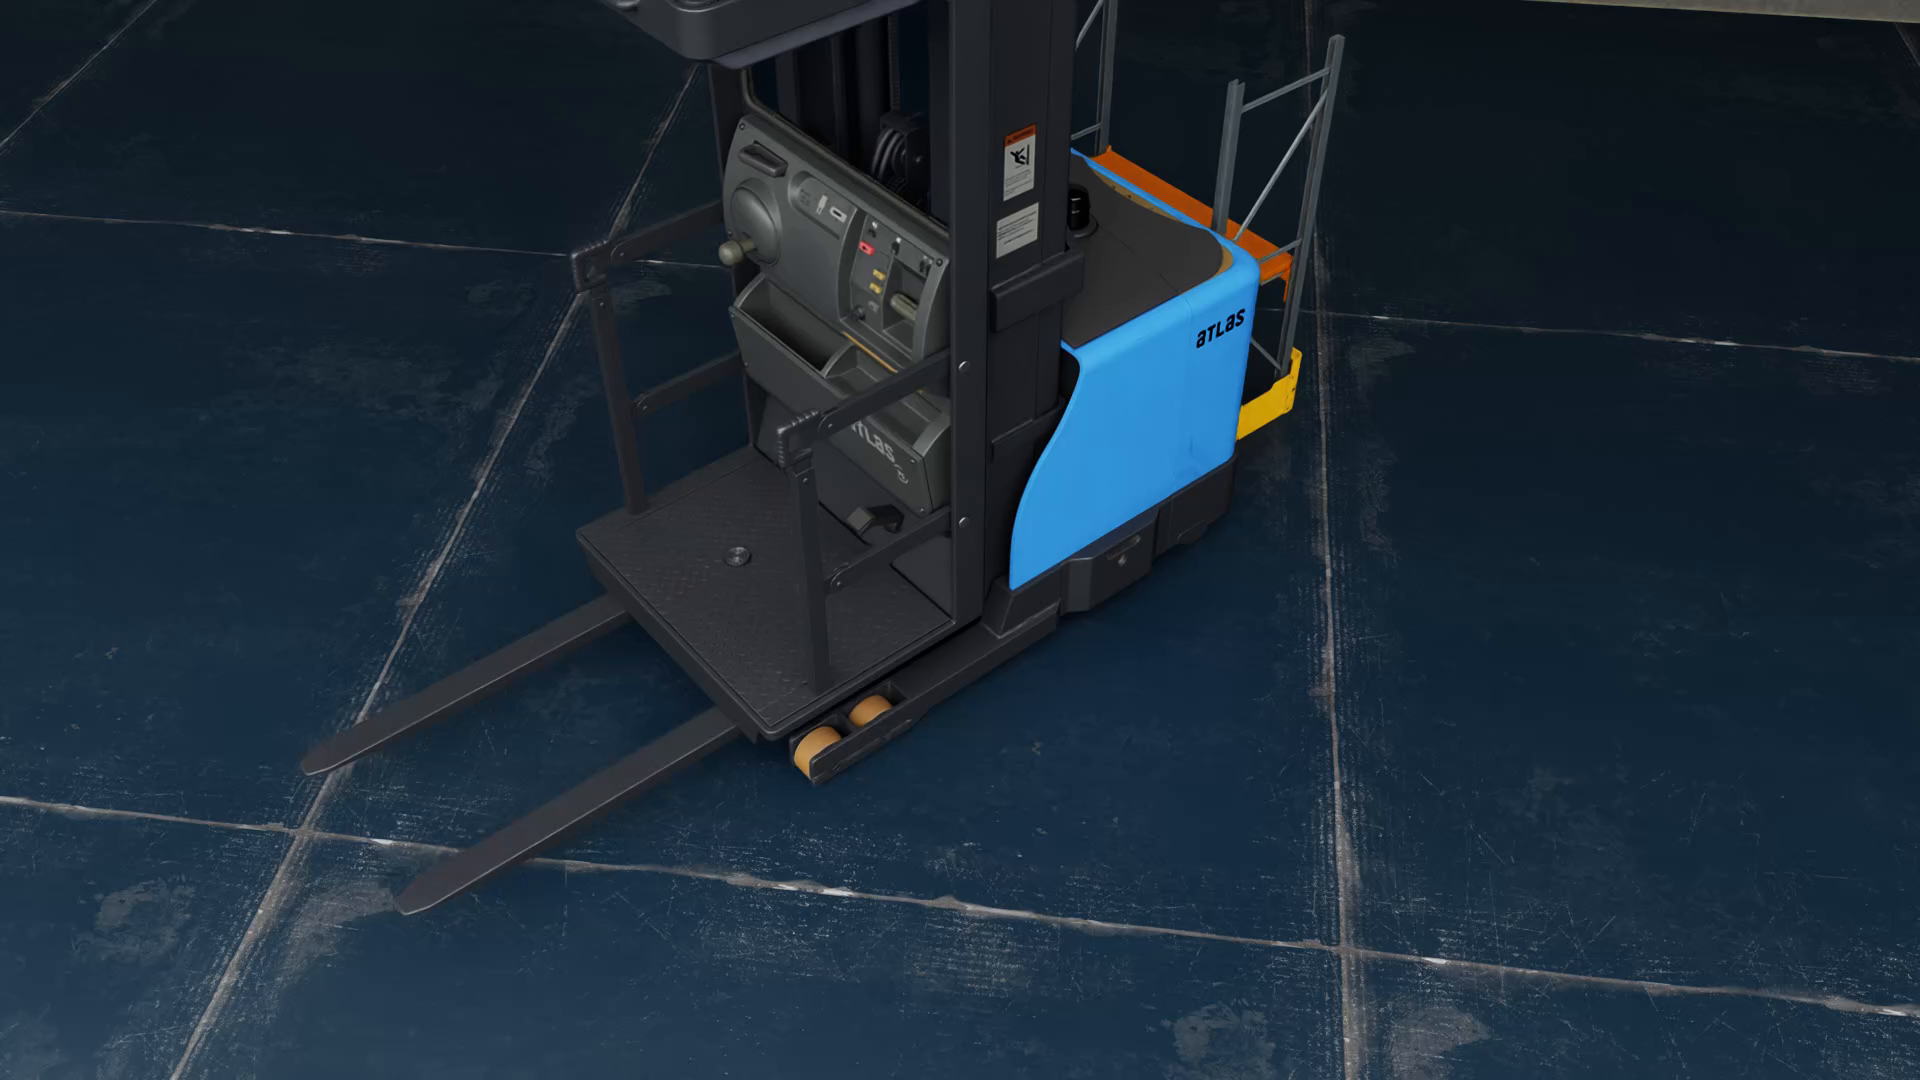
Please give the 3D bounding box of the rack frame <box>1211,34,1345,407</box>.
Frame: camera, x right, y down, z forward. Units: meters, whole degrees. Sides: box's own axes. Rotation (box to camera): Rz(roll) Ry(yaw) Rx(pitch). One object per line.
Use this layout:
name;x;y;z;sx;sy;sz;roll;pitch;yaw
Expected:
rack frame;1.013;-0.939;5.651;0.500;1.500;0.032;-30;51;-27

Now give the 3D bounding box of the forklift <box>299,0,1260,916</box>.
forklift;-0.514;-0.753;4.414;3.031;2.935;1.130;-30;51;-28

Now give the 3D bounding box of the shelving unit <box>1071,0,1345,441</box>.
shelving unit;0.696;-1.204;5.931;0.587;1.500;1.083;-30;51;-27

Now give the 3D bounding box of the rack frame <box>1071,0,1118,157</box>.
rack frame;0.367;-1.479;6.221;0.500;1.500;0.032;-30;51;-27

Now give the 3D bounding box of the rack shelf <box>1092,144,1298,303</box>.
rack shelf;0.690;-1.078;6.059;0.538;0.185;1.000;-30;51;-27

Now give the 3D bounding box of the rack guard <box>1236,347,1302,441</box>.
rack guard;1.013;-0.486;6.081;0.587;0.250;0.087;-30;51;-27
